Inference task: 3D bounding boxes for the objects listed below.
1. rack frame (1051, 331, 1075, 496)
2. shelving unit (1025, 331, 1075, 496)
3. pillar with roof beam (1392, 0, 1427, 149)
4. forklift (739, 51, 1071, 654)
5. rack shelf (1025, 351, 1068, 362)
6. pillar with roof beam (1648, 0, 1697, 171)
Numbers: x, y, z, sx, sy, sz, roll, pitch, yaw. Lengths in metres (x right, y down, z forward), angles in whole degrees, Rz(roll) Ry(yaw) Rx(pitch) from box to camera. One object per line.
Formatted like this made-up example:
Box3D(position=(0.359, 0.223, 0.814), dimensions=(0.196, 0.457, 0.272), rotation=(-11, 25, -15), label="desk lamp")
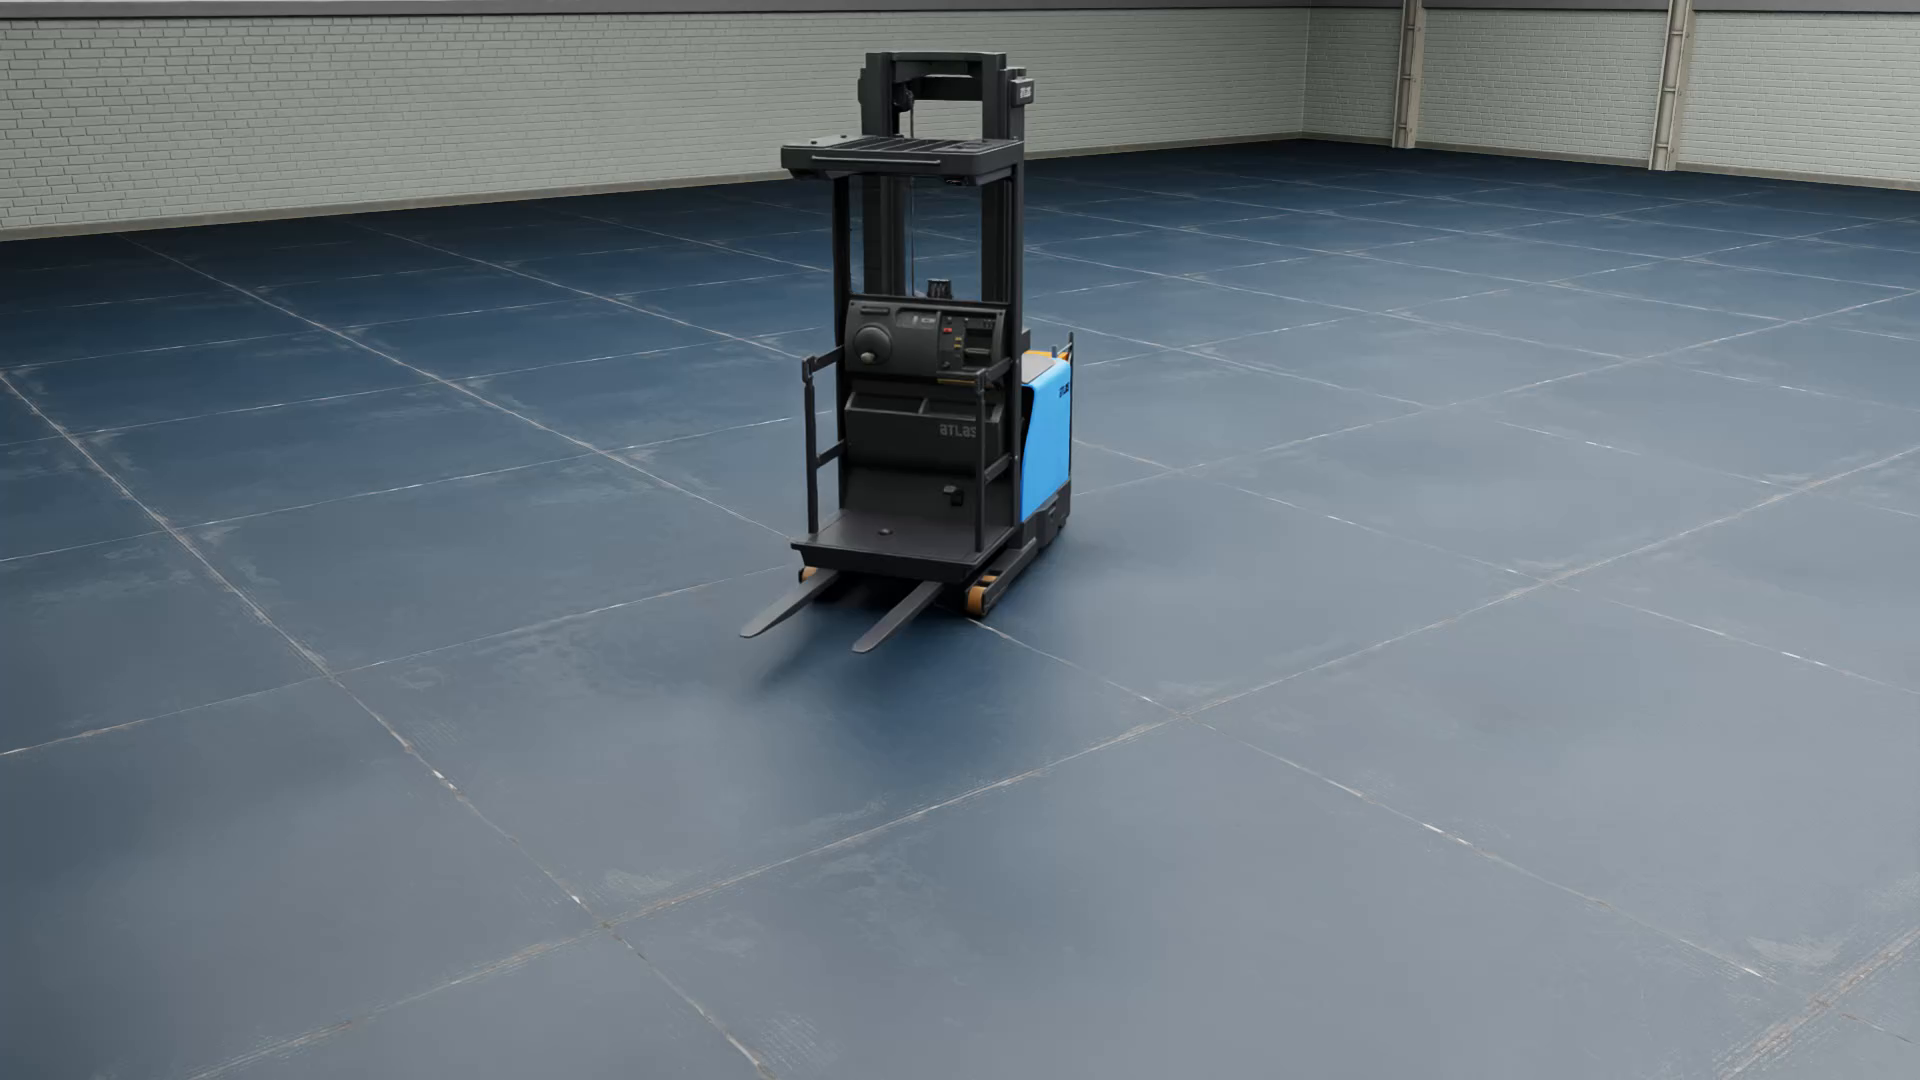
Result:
Box3D(position=(0.667, -0.766, 10.885), dimensions=(0.032, 1.125, 0.500), rotation=(6, 19, 16), label="rack frame")
Box3D(position=(0.181, -0.813, 11.029), dimensions=(1.048, 1.125, 0.538), rotation=(6, 19, 16), label="shelving unit")
Box3D(position=(6.252, -11.952, 32.141), dimensions=(9.100, 9.000, 0.400), rotation=(-14, 23, -36), label="pillar with roof beam")
Box3D(position=(-0.270, -1.120, 9.081), dimensions=(1.130, 2.935, 3.031), rotation=(6, 19, 19), label="forklift")
Box3D(position=(0.181, -1.091, 10.938), dimensions=(1.000, 0.278, 0.538), rotation=(6, 19, 16), label="rack shelf")
Box3D(position=(9.978, -10.473, 27.676), dimensions=(9.100, 9.000, 0.400), rotation=(-14, 23, -36), label="pillar with roof beam")
